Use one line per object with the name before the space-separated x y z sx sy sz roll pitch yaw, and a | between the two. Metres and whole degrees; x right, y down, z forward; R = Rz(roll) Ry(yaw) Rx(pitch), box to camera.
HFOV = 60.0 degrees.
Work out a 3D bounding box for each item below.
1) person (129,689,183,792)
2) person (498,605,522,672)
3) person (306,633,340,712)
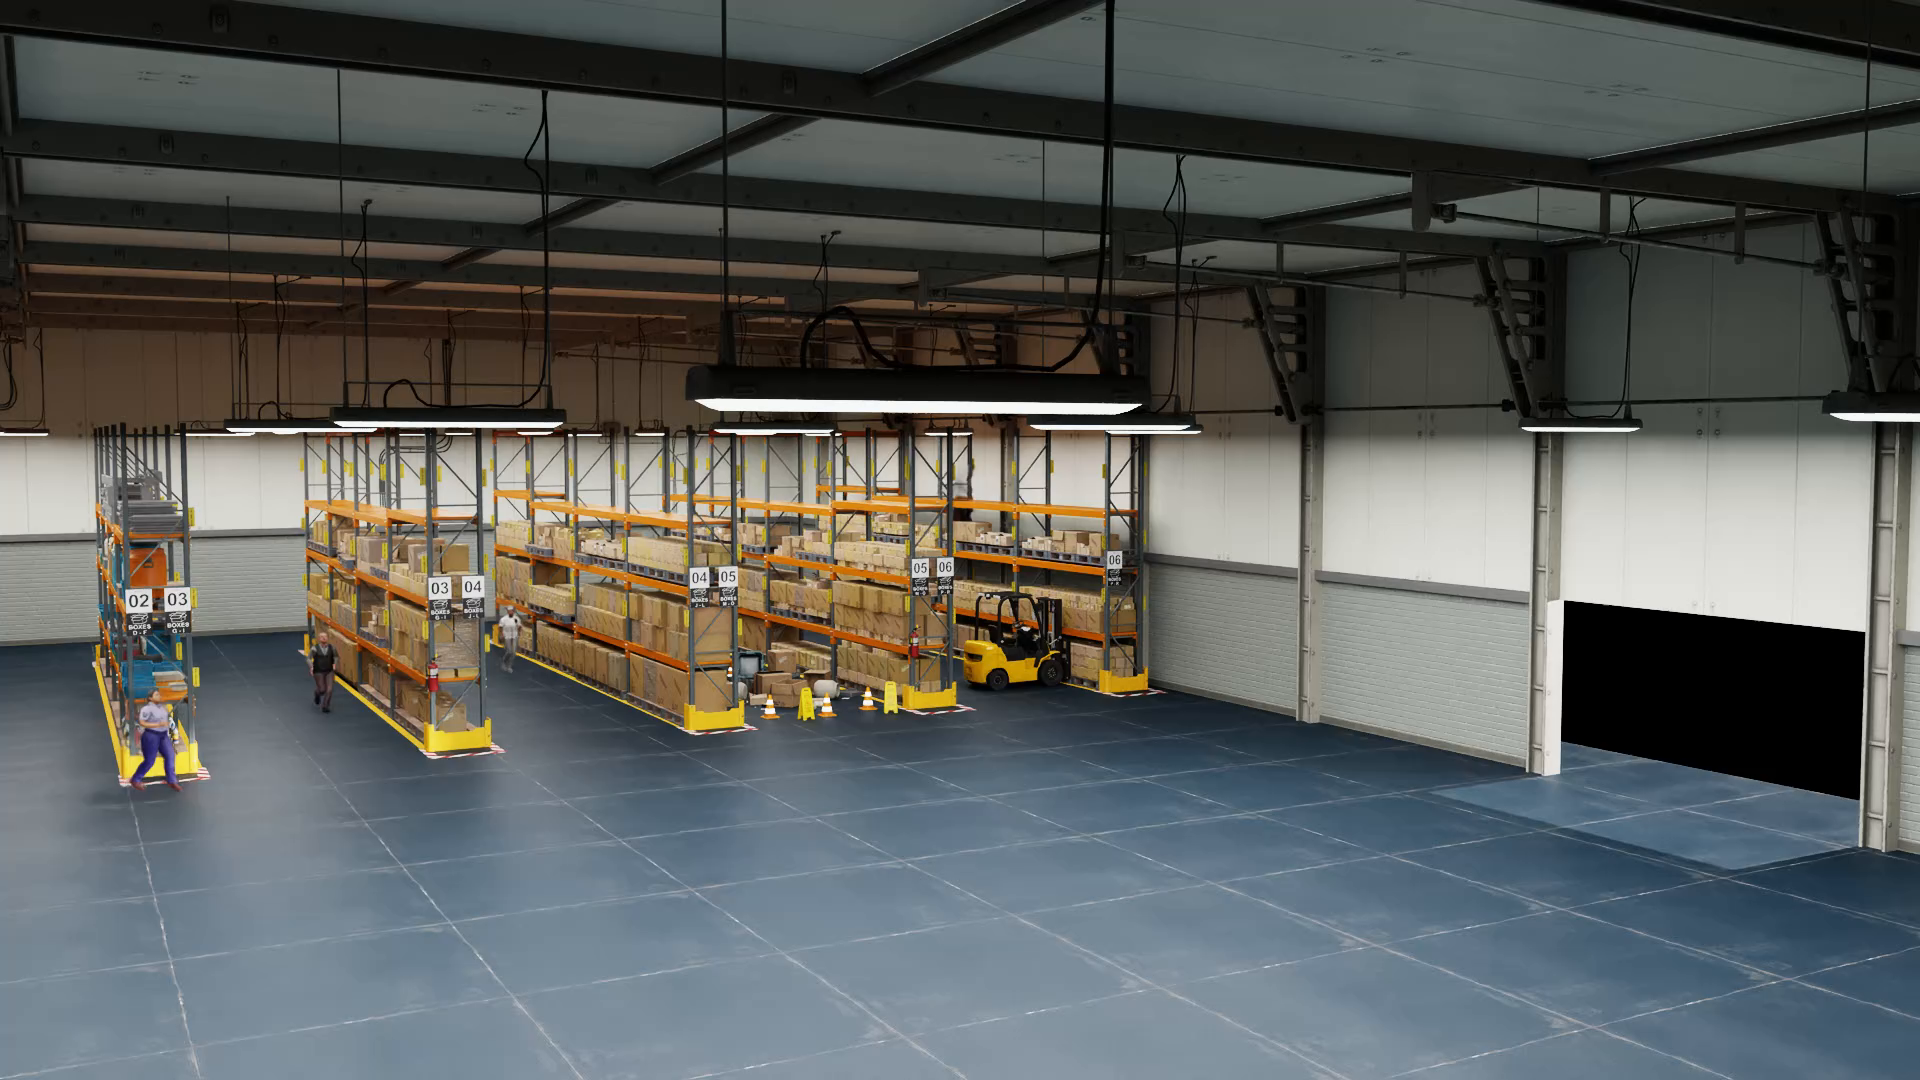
person | -13.046 3.261 26.962 0.821 1.664 0.612 1 4 11
person | -10.992 2.420 40.779 0.561 1.668 0.564 -2 4 -30
person | -13.348 2.784 34.917 0.672 1.678 0.573 -2 4 -32
